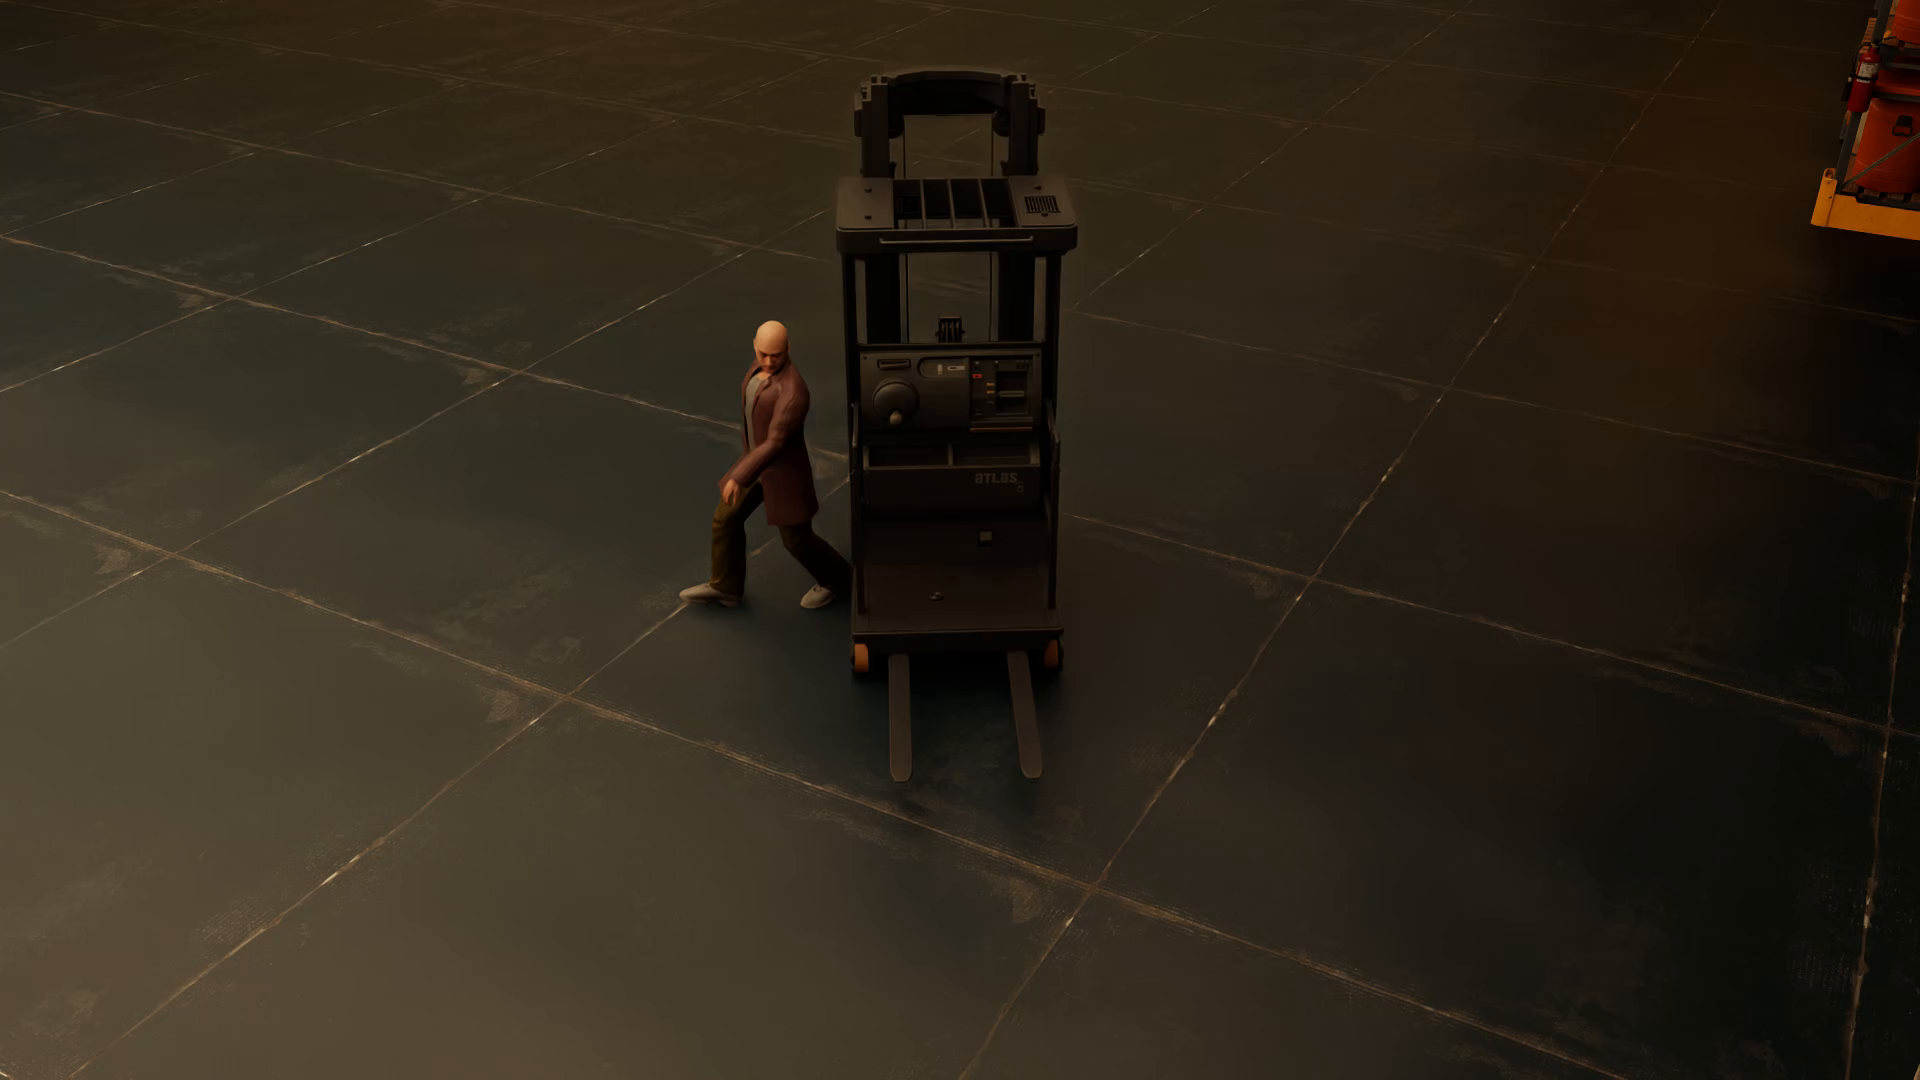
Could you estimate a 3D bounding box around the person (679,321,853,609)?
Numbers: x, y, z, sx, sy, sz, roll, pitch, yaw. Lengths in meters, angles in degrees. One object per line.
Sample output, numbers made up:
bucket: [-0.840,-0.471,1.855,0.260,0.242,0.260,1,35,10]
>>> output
person: [-1.074,-0.390,8.988,0.936,1.724,0.733,-21,36,-32]

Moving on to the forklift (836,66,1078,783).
forklift: [-0.032,-0.729,8.334,1.130,2.935,3.031,-1,30,-2]
